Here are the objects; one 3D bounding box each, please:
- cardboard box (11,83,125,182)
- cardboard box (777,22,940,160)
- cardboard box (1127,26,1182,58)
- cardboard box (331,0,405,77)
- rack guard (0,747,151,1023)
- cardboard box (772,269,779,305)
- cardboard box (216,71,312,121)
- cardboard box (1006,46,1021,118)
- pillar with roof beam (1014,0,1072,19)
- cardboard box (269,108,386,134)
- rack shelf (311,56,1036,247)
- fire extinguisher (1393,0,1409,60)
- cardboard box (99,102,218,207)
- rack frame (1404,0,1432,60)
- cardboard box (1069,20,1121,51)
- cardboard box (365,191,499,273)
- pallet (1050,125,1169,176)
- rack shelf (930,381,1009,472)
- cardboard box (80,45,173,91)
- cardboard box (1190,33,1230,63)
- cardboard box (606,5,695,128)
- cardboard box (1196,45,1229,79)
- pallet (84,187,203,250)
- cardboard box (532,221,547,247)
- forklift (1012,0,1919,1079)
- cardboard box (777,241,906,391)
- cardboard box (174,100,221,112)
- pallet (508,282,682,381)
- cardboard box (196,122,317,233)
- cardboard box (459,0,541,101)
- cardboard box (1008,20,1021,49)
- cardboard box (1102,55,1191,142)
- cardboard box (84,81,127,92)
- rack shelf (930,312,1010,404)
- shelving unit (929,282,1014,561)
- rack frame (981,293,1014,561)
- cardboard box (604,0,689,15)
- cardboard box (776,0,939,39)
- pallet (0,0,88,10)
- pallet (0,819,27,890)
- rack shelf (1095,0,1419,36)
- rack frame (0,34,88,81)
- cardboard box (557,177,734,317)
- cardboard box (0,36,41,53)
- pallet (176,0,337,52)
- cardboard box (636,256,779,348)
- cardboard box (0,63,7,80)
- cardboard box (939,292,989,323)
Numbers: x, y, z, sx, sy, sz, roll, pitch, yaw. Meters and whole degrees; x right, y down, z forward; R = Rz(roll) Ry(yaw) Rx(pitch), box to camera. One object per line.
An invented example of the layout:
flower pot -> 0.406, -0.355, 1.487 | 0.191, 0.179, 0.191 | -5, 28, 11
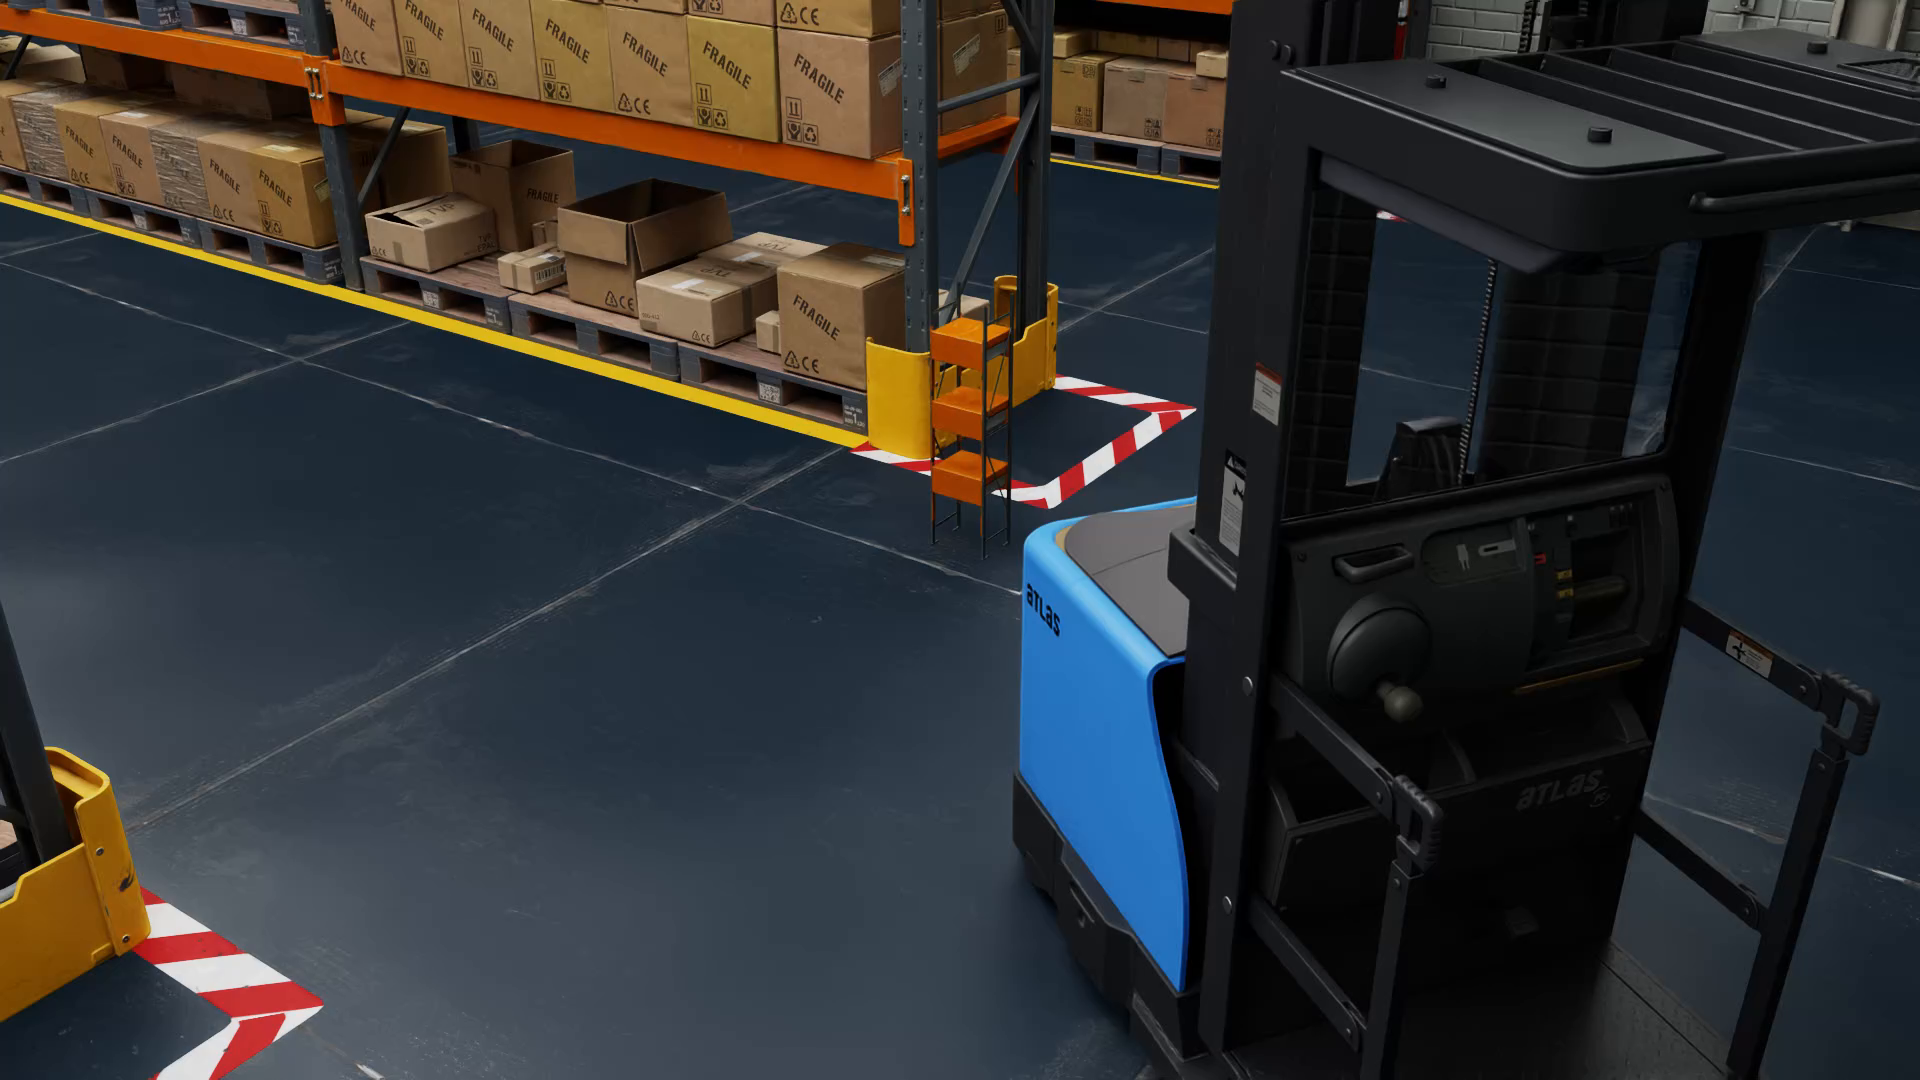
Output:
cardboard box -> -5.855, -2.708, 11.036 | 0.500, 0.500, 0.500 | 16, 31, 29
cardboard box -> -0.433, -1.986, 7.235 | 0.500, 0.500, 0.500 | 18, 32, 32
cardboard box -> 1.429, -3.653, 12.199 | 0.250, 0.149, 0.380 | 18, 32, 31
cardboard box -> -2.941, -2.767, 8.770 | 0.500, 0.500, 0.500 | 18, 32, 32
rack guard -> -2.690, 1.038, 4.159 | 0.348, 0.500, 1.175 | 17, 32, 30
cardboard box -> -0.609, -1.273, 8.490 | 0.500, 0.250, 0.500 | 17, 32, 30
cardboard box -> -4.292, -2.844, 10.475 | 0.500, 0.250, 0.500 | 17, 32, 30
cardboard box -> 0.566, -3.521, 12.654 | 0.500, 0.500, 0.700 | 17, 32, 30
pillar with roof beam -> -1.776, -6.016, 8.650 | 0.400, 9.000, 9.100 | 17, 32, 30
cardboard box -> -3.913, -2.385, 10.401 | 0.500, 0.500, 0.500 | 18, 32, 31
rack shelf -> -1.558, -2.121, 8.404 | 4.000, 0.370, 1.077 | 17, 32, 30
fire extinguisher -> 2.755, -3.369, 10.559 | 0.183, 0.674, 0.296 | 17, 32, 30
cardboard box -> -5.012, -2.446, 10.519 | 0.500, 0.500, 0.500 | 16, 31, 29
rack frame -> 2.892, -3.781, 10.872 | 0.127, 3.000, 1.000 | 17, 32, 30
cardboard box -> 1.007, -3.784, 12.457 | 0.250, 0.149, 0.380 | 18, 32, 31
cardboard box -> -2.983, -1.764, 9.389 | 0.500, 0.311, 0.500 | 17, 32, 30
pallet -> 1.187, -3.028, 12.467 | 1.213, 0.211, 1.003 | 17, 32, 30
rack shelf -> 0.044, -0.445, 6.490 | 0.240, 0.259, 0.215 | 17, 32, 30
cardboard box -> -5.551, -3.233, 11.240 | 0.500, 0.250, 0.500 | 19, 32, 32
cardboard box -> 1.851, -3.522, 11.942 | 0.250, 0.149, 0.380 | 18, 32, 31
cardboard box -> -1.270, -2.248, 7.750 | 0.500, 0.500, 0.500 | 18, 32, 31
cardboard box -> 1.839, -3.316, 11.536 | 0.250, 0.149, 0.380 | 18, 32, 32
pallet -> -4.908, -2.220, 10.880 | 1.213, 0.211, 1.003 | 17, 32, 30
cardboard box -> -2.233, -1.767, 9.572 | 0.250, 0.149, 0.380 | 17, 32, 30
forklift -> 1.161, 0.154, 3.216 | 1.130, 2.935, 3.031 | -10, 29, -19
cardboard box -> -0.497, -1.058, 7.792 | 0.500, 0.500, 0.500 | 17, 32, 30
cardboard box -> -4.737, -2.647, 10.914 | 0.500, 0.500, 0.500 | 16, 31, 28
pallet -> -1.631, -1.223, 8.920 | 1.213, 0.211, 1.003 | 17, 32, 30
cardboard box -> -4.178, -2.187, 10.011 | 0.500, 0.500, 0.500 | 17, 32, 30
cardboard box -> -2.106, -2.507, 8.260 | 0.500, 0.500, 0.500 | 17, 32, 30
cardboard box -> 0.332, -3.784, 12.456 | 0.250, 0.149, 0.380 | 19, 32, 32
cardboard box -> 1.431, -3.254, 12.130 | 0.500, 0.500, 0.700 | 16, 31, 29
cardboard box -> -5.600, -2.912, 11.436 | 0.500, 0.500, 0.500 | 19, 32, 32
rack shelf -> 0.044, -0.698, 6.361 | 0.240, 0.259, 0.215 | 17, 32, 30
shelving unit -> 0.044, -0.454, 6.485 | 0.252, 1.050, 0.215 | 17, 32, 30
rack frame -> 0.145, -0.423, 6.423 | 0.008, 1.050, 0.200 | 17, 32, 30
cardboard box -> -1.279, -2.691, 7.517 | 0.500, 0.500, 0.500 | 18, 32, 32
cardboard box -> -0.432, -2.430, 7.005 | 0.500, 0.500, 0.500 | 17, 32, 30
pallet -> -5.905, -3.749, 11.021 | 1.003, 0.211, 1.213 | 17, 32, 30
pallet -> -3.375, 0.939, 4.671 | 1.213, 0.211, 1.003 | 17, 32, 30
rack shelf -> 1.244, -3.974, 12.045 | 4.000, 0.370, 1.077 | 17, 32, 30
rack frame -> -6.504, -3.982, 11.268 | 0.127, 3.000, 1.000 | 17, 32, 30
cardboard box -> -1.655, -1.558, 8.772 | 0.637, 0.503, 0.797 | 17, 32, 30
cardboard box -> -7.207, -3.570, 12.408 | 0.500, 0.311, 0.500 | 16, 31, 29
pallet -> -3.803, -3.116, 9.777 | 1.213, 0.211, 1.003 | 17, 32, 30
cardboard box -> -1.263, -1.201, 8.350 | 0.500, 0.250, 0.500 | 17, 32, 30
cardboard box -> -7.075, -3.236, 11.753 | 0.500, 0.311, 0.500 | 18, 32, 32
cardboard box -> -0.060, -1.090, 8.242 | 0.250, 0.149, 0.380 | 17, 32, 30
